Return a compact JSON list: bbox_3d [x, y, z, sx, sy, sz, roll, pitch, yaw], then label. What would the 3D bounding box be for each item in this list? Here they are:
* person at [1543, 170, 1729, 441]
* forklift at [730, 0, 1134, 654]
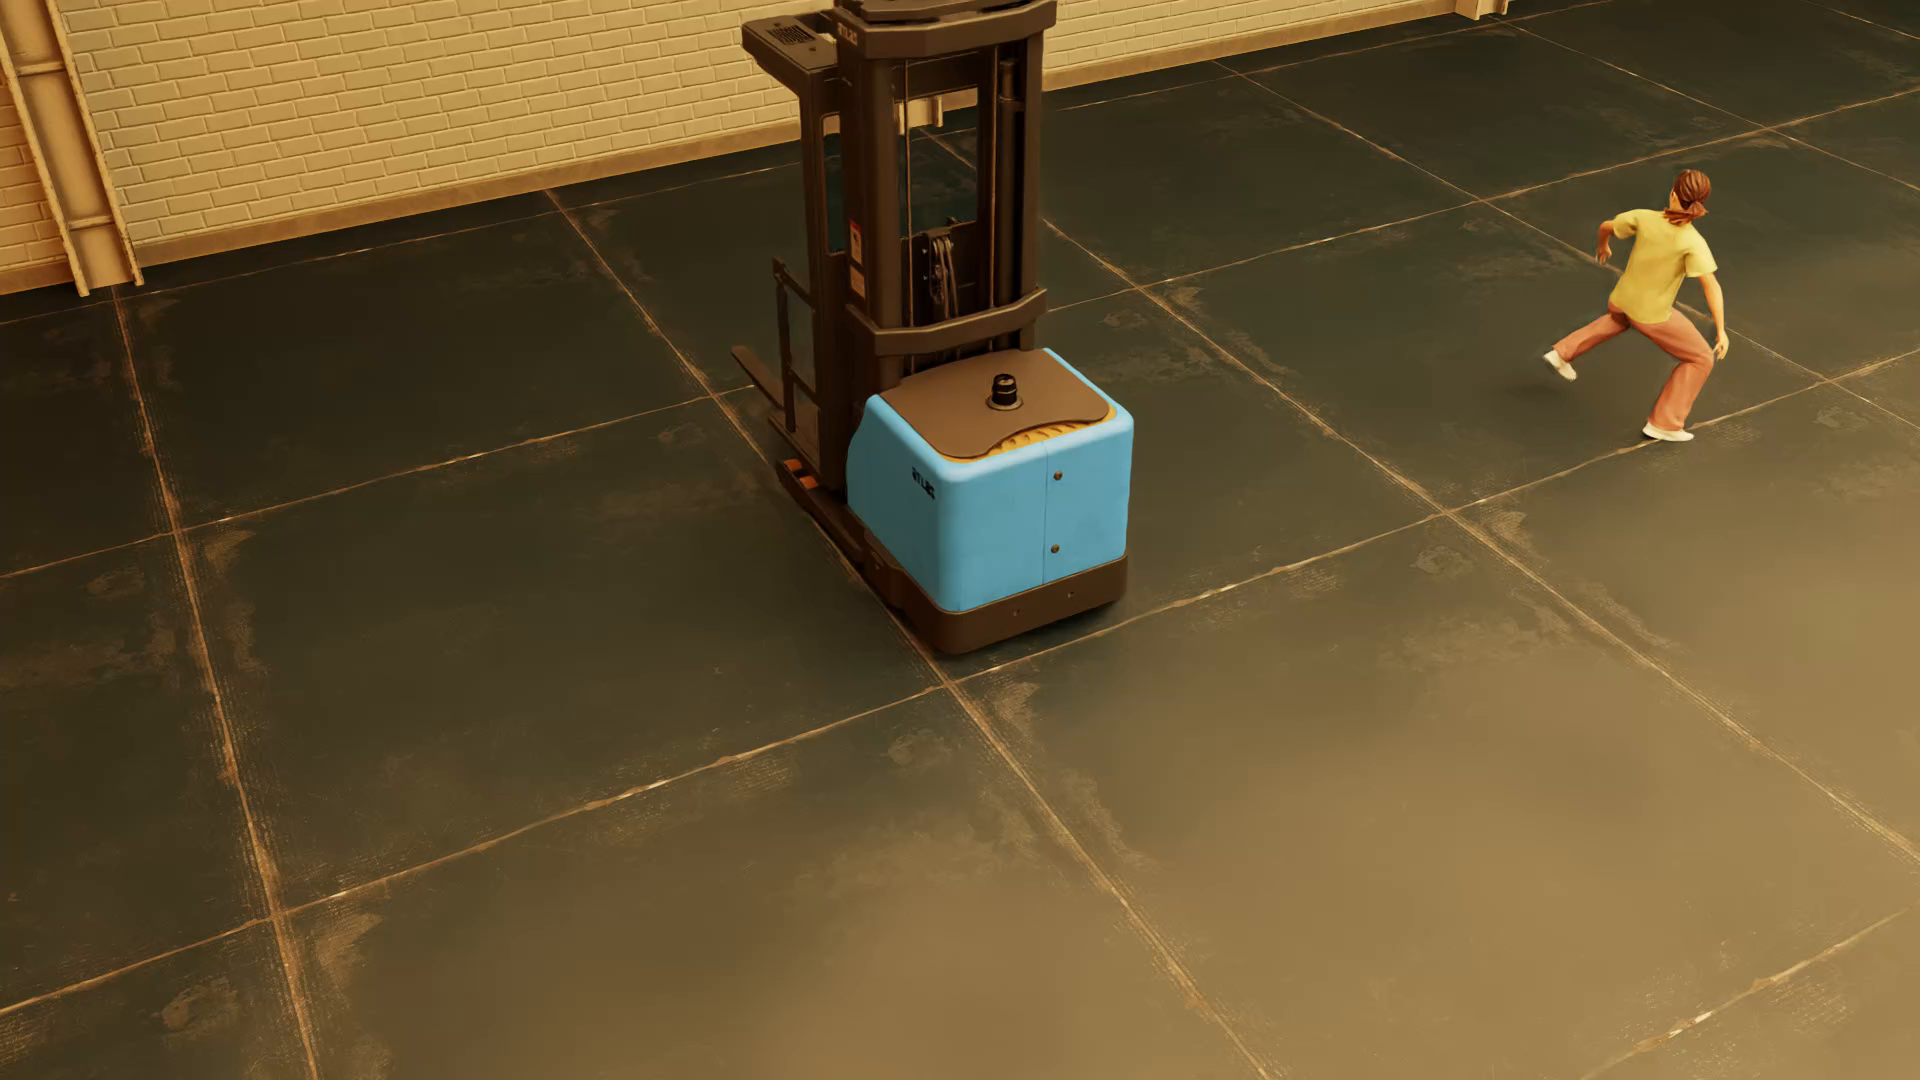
[{"bbox_3d":[3.867,-1.299,9.220,0.501,1.553,1.039,-17,39,-22],"label":"person"},{"bbox_3d":[-0.340,-1.491,8.233,1.130,2.935,3.031,-18,39,-23],"label":"forklift"}]
